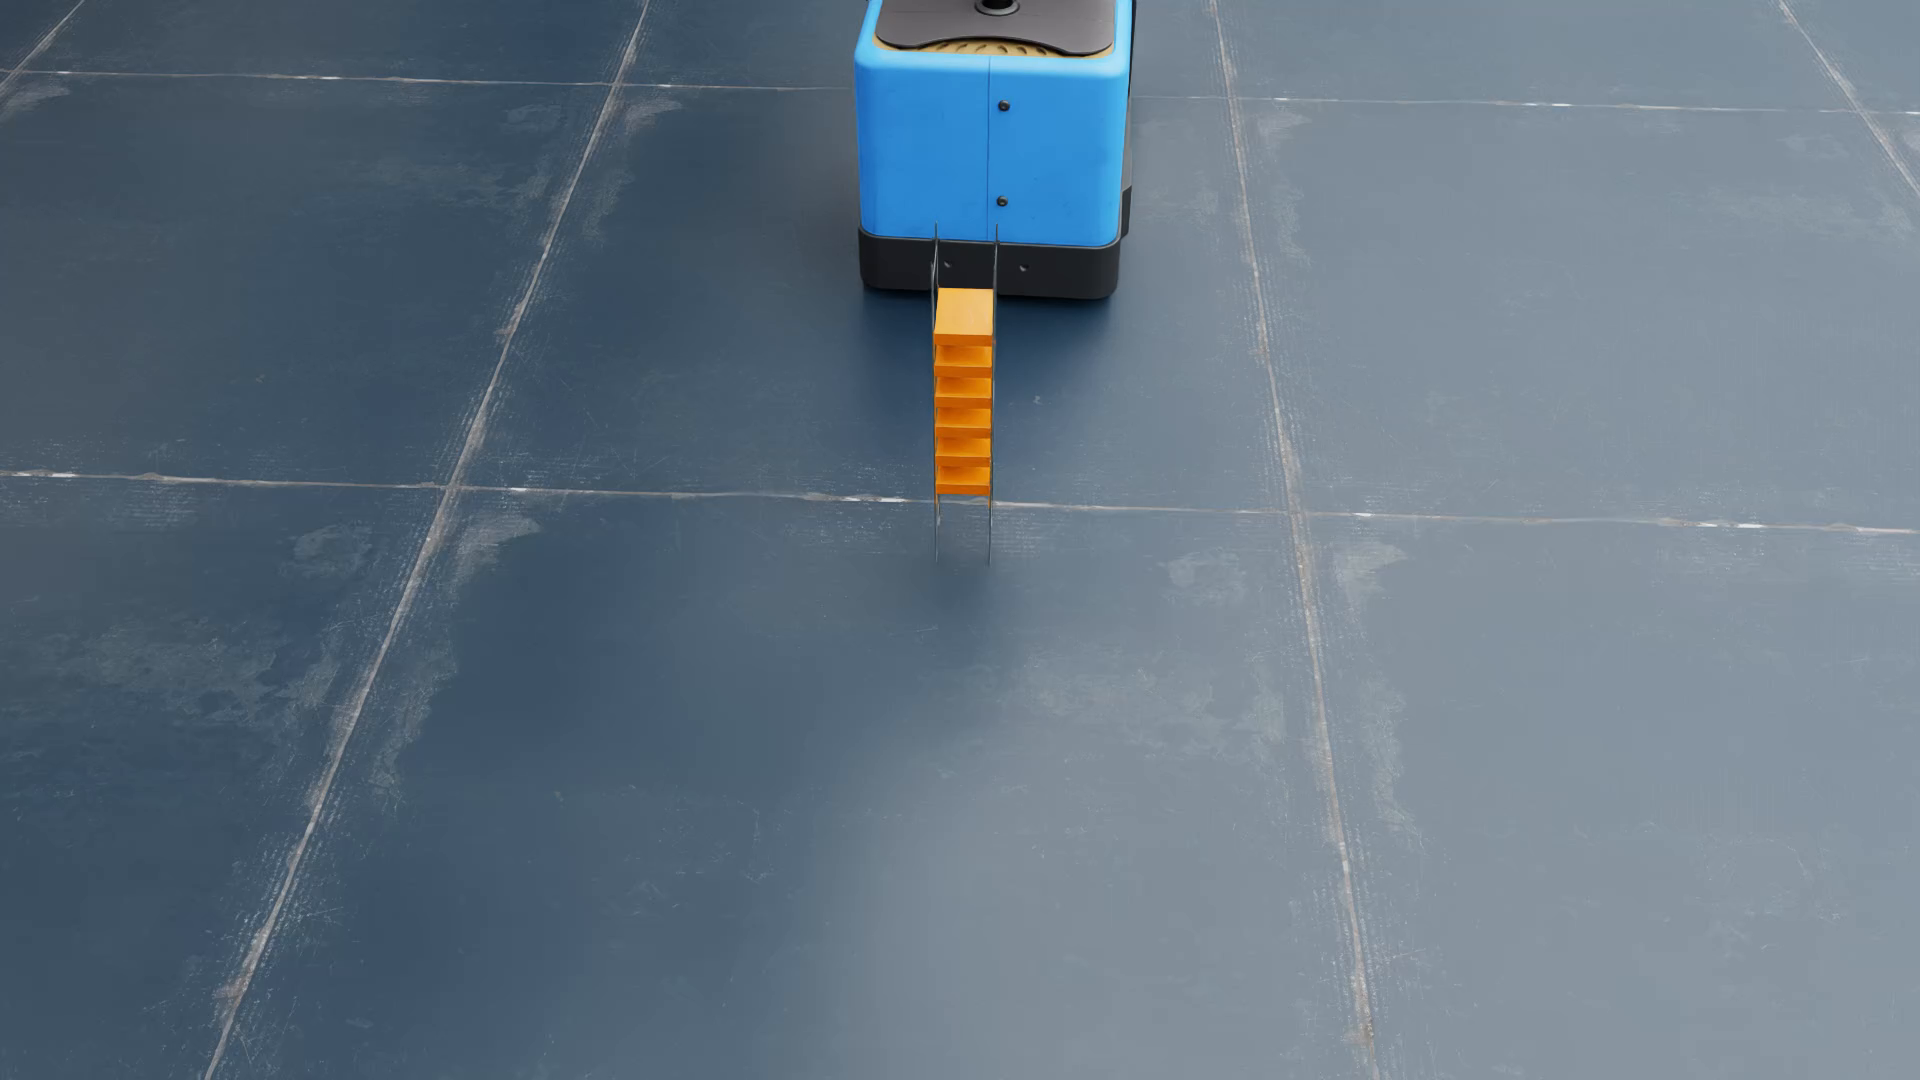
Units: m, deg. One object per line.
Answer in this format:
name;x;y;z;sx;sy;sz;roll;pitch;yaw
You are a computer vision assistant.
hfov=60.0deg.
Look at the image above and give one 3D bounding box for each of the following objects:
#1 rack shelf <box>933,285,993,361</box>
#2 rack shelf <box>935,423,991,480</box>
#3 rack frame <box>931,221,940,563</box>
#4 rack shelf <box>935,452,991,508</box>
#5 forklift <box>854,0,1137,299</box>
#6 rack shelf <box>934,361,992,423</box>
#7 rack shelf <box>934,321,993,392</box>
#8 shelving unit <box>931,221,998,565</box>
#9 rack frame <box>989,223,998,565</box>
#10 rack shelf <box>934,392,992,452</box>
rack shelf;0.014;-0.669;5.125;0.180;0.103;0.258;2;43;2
rack shelf;0.014;-0.318;5.453;0.180;0.103;0.258;2;43;2
rack frame;-0.077;-0.441;5.344;0.006;1.200;0.240;2;43;2
rack shelf;0.014;-0.230;5.534;0.180;0.103;0.258;2;43;2
forklift;0.242;-3.040;6.863;1.130;2.935;3.031;4;43;4
rack shelf;0.014;-0.494;5.289;0.180;0.103;0.258;2;43;2
rack shelf;0.014;-0.582;5.207;0.180;0.103;0.258;2;43;2
shelving unit;0.014;-0.439;5.341;0.189;1.200;0.258;2;43;2
rack frame;0.106;-0.436;5.338;0.006;1.200;0.240;2;43;2
rack shelf;0.014;-0.406;5.371;0.180;0.103;0.258;2;43;2
